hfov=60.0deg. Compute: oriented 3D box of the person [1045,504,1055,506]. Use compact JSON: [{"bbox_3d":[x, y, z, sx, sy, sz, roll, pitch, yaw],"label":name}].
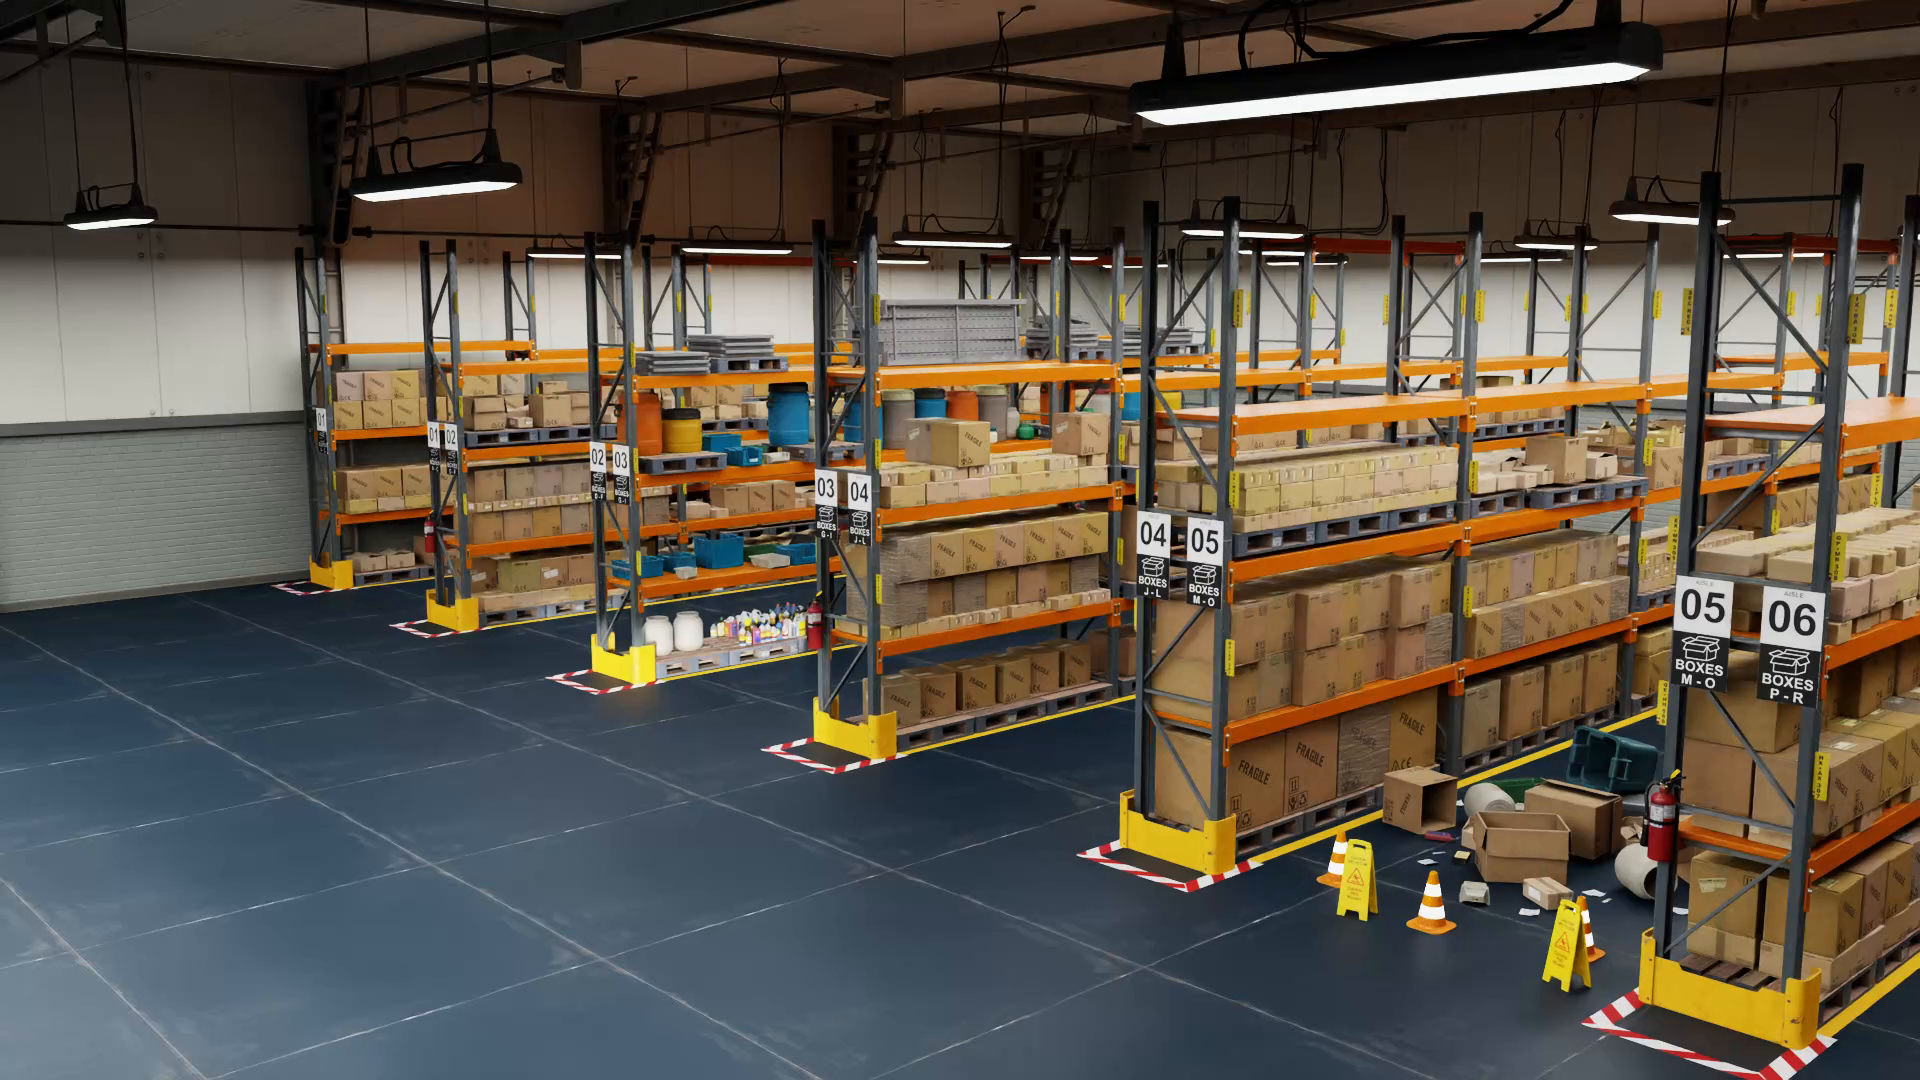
[{"bbox_3d":[1.353,0.271,25.582,0.547,1.674,0.969,6,10,35],"label":"person"}]
